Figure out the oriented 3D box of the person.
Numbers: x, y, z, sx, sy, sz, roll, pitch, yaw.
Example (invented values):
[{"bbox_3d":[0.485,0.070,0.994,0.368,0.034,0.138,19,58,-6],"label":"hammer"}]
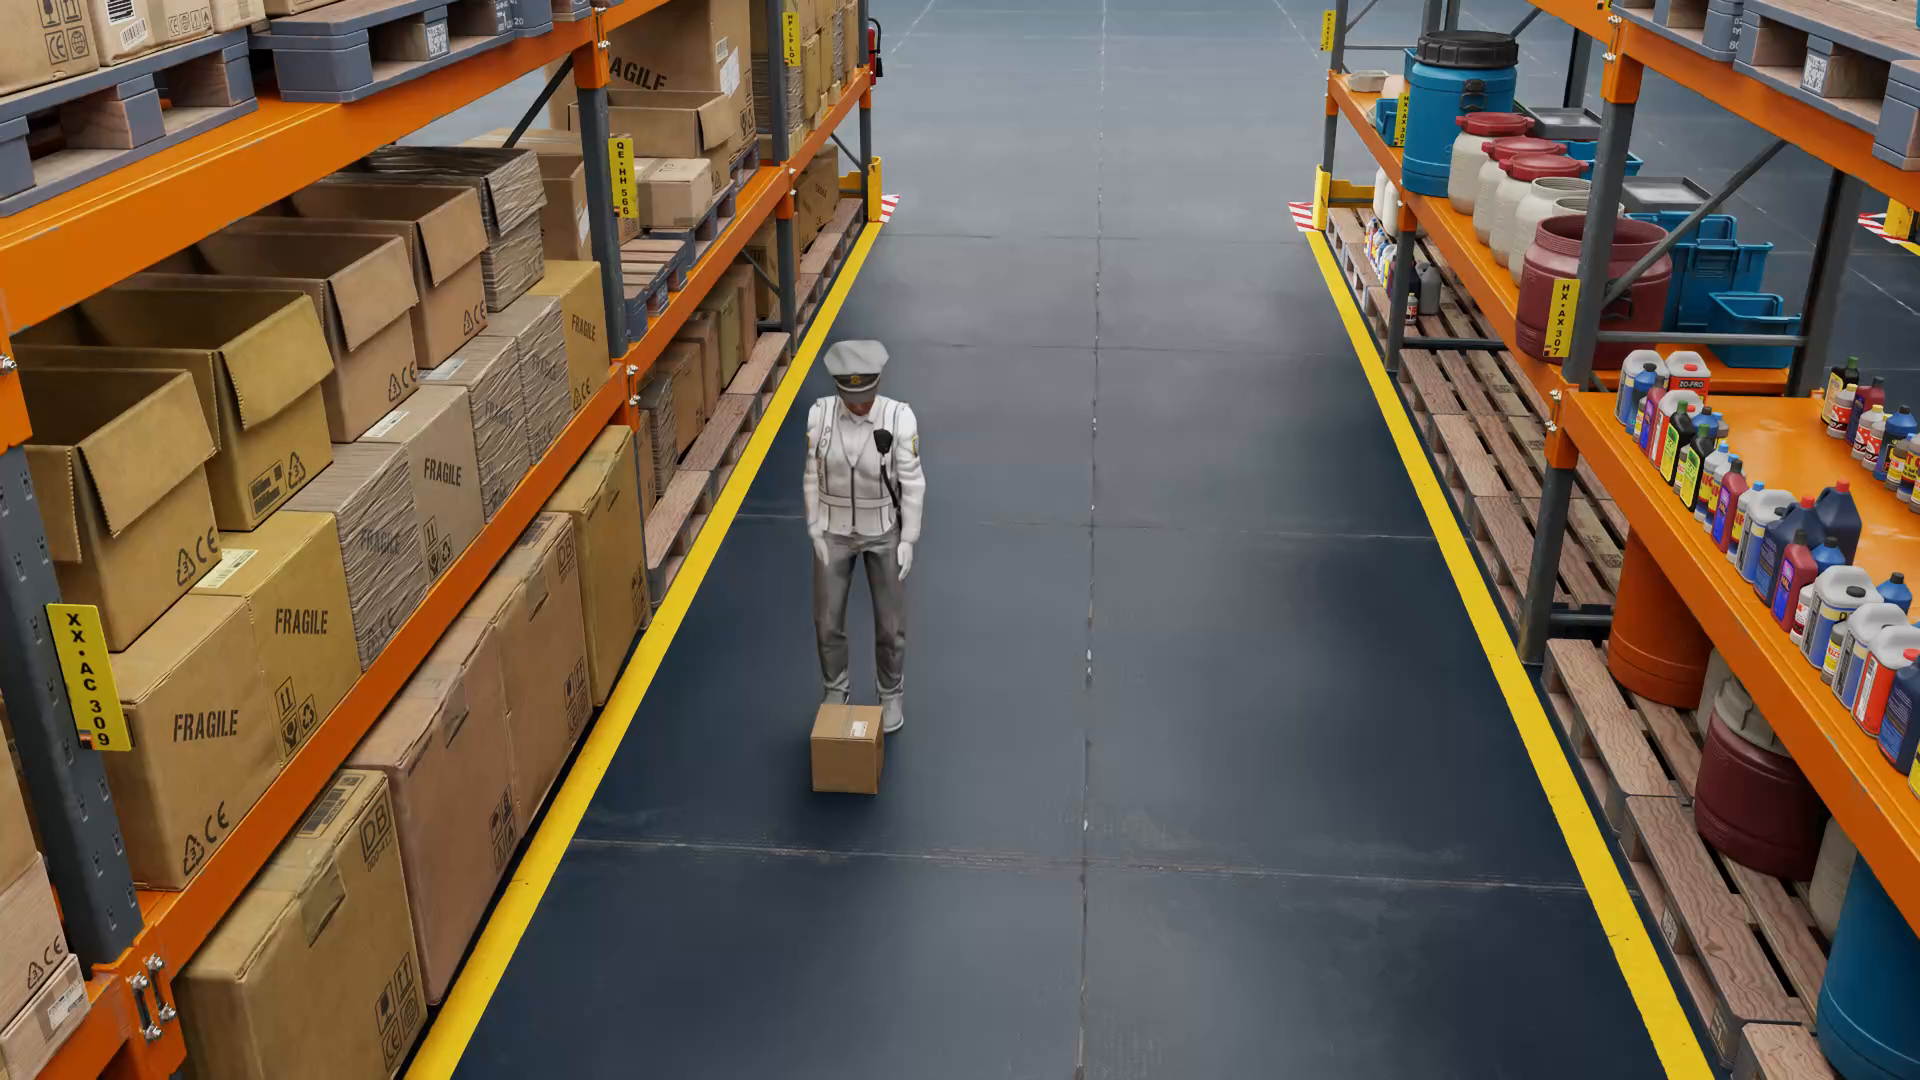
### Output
[{"bbox_3d":[-0.382,-0.003,6.646,0.488,1.647,0.396,2,25,5],"label":"person"}]
